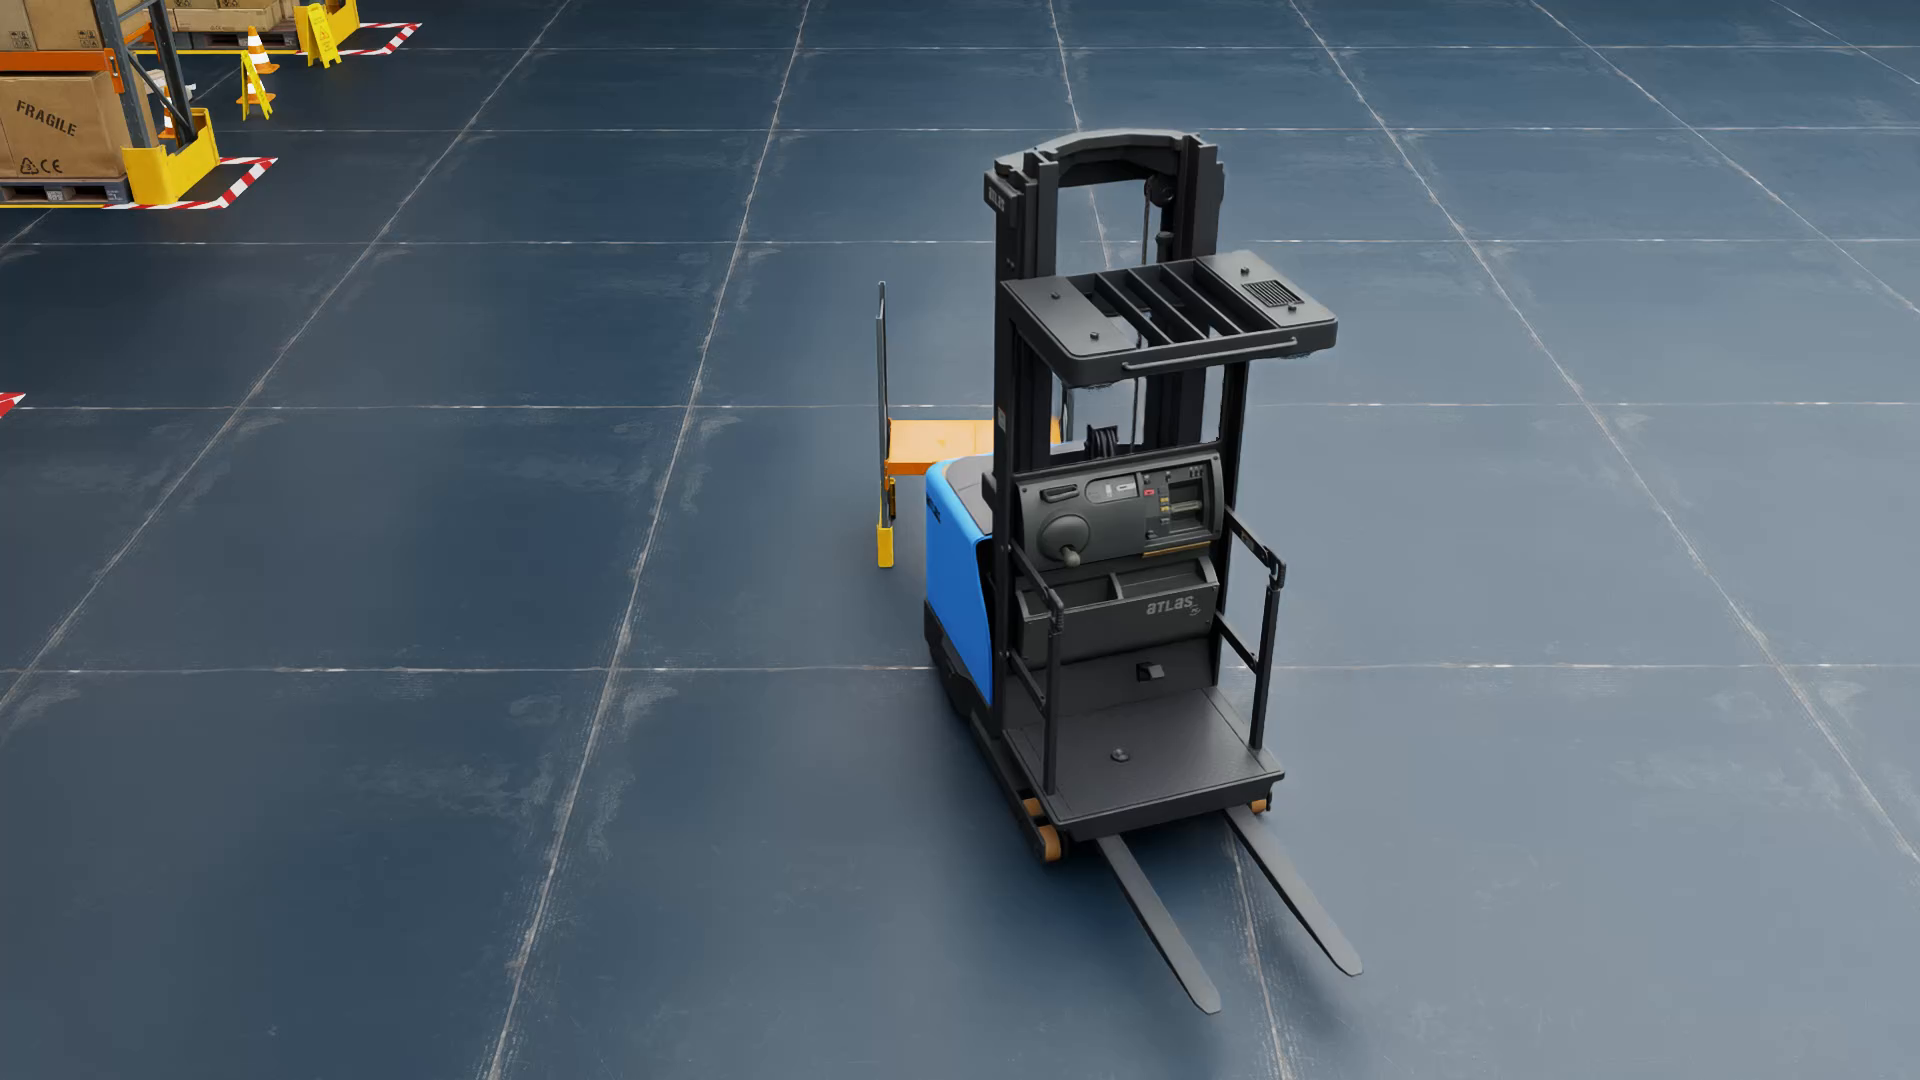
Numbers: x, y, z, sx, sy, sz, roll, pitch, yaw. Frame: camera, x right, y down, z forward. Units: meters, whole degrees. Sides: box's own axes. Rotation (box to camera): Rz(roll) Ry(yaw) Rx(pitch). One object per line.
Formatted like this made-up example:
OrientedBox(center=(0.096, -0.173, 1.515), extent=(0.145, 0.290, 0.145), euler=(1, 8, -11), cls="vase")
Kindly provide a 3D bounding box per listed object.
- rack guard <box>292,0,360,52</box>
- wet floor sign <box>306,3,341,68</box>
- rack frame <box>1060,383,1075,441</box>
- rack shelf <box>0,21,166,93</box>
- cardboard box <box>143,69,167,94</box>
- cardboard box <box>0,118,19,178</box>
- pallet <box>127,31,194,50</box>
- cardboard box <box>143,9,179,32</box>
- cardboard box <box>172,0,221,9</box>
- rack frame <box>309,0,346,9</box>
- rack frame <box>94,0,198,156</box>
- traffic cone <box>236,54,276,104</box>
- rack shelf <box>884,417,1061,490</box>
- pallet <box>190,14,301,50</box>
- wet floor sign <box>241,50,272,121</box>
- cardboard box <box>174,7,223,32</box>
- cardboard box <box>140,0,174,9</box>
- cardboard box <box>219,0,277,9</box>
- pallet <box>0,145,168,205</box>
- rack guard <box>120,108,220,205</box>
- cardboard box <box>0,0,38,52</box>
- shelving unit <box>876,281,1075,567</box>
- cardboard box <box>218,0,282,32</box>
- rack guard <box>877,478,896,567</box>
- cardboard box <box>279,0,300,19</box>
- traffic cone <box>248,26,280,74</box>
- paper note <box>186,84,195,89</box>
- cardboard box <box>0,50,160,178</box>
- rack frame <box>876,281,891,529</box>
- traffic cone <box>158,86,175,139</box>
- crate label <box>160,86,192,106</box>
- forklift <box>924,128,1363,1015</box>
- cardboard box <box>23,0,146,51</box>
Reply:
OrientedBox(center=(-7.242, -5.990, 19.030), extent=(0.348, 0.500, 1.175), euler=(0, 31, 0), cls="rack guard")
OrientedBox(center=(-6.970, -5.498, 18.079), extent=(0.232, 0.644, 0.267), euler=(10, 33, 17), cls="wet floor sign")
OrientedBox(center=(0.594, -0.643, 9.253), extent=(0.032, 1.500, 0.500), euler=(0, 31, 0), cls="rack frame")
OrientedBox(center=(-9.035, -4.178, 14.327), extent=(4.000, 0.370, 1.077), euler=(0, 31, 0), cls="rack shelf")
OrientedBox(center=(-8.464, -4.788, 17.388), extent=(0.250, 0.149, 0.380), euler=(16, 35, 25), cls="cardboard box")
OrientedBox(center=(-8.593, -3.723, 14.526), extent=(0.875, 0.875, 0.875), euler=(-1, 31, -1), cls="cardboard box")
OrientedBox(center=(-9.272, -5.880, 19.127), extent=(1.213, 0.211, 1.003), euler=(0, 31, 0), cls="pallet")
OrientedBox(center=(-9.014, -5.919, 18.749), extent=(0.500, 0.250, 0.500), euler=(-1, 31, -2), cls="cardboard box")
OrientedBox(center=(-8.488, -6.242, 18.559), extent=(0.500, 0.500, 0.500), euler=(1, 31, 2), cls="cardboard box")
OrientedBox(center=(-7.166, -7.059, 18.382), extent=(0.127, 3.000, 1.000), euler=(0, 31, 0), cls="rack frame")
OrientedBox(center=(-7.035, -4.492, 14.150), extent=(0.127, 3.000, 1.000), euler=(0, 31, 0), cls="rack frame")
OrientedBox(center=(-7.242, -4.729, 16.988), extent=(0.334, 0.463, 0.336), euler=(0, 31, 0), cls="traffic cone")
OrientedBox(center=(0.085, -0.488, 9.344), extent=(1.000, 0.185, 0.538), euler=(0, 31, 0), cls="rack shelf")
OrientedBox(center=(-8.055, -5.882, 19.131), extent=(1.213, 0.211, 1.003), euler=(0, 31, 0), cls="pallet")
OrientedBox(center=(-7.018, -4.512, 16.454), extent=(0.232, 0.644, 0.267), euler=(-5, 32, -9), cls="wet floor sign")
OrientedBox(center=(-8.491, -5.923, 18.756), extent=(0.500, 0.250, 0.500), euler=(0, 31, 0), cls="cardboard box")
OrientedBox(center=(-8.992, -6.244, 18.562), extent=(0.500, 0.500, 0.500), euler=(-1, 31, -1), cls="cardboard box")
OrientedBox(center=(-7.966, -6.246, 18.565), extent=(0.500, 0.500, 0.500), euler=(0, 31, 0), cls="cardboard box")
OrientedBox(center=(-7.834, -3.256, 14.803), extent=(1.213, 0.211, 1.003), euler=(0, 31, 0), cls="pallet")
OrientedBox(center=(-7.011, -3.423, 14.799), extent=(0.348, 0.500, 1.175), euler=(0, 31, 0), cls="rack guard")
OrientedBox(center=(-7.956, -4.518, 14.049), extent=(0.550, 0.550, 0.875), euler=(0, 31, 0), cls="cardboard box")
OrientedBox(center=(0.076, -0.641, 9.250), extent=(1.083, 1.500, 0.587), euler=(0, 31, 0), cls="shelving unit")
OrientedBox(center=(-7.997, -5.921, 18.752), extent=(0.500, 0.250, 0.500), euler=(0, 31, -1), cls="cardboard box")
OrientedBox(center=(-0.422, -0.106, 9.572), extent=(0.087, 0.250, 0.587), euler=(0, 31, 0), cls="rack guard")
OrientedBox(center=(-7.975, -6.204, 19.218), extent=(0.500, 0.250, 0.500), euler=(0, 31, -1), cls="cardboard box")
OrientedBox(center=(-7.588, -5.304, 17.935), extent=(0.334, 0.463, 0.336), euler=(0, 31, 0), cls="traffic cone")
OrientedBox(center=(-8.099, -4.754, 17.445), extent=(0.142, 0.019, 0.148), euler=(-11, 33, -17), cls="paper note")
OrientedBox(center=(-7.713, -3.726, 14.533), extent=(0.875, 0.875, 0.875), euler=(0, 31, 0), cls="cardboard box")
OrientedBox(center=(-0.423, -0.640, 9.248), extent=(0.032, 1.500, 0.500), euler=(0, 31, 0), cls="rack frame")
OrientedBox(center=(-7.575, -4.142, 16.020), extent=(0.334, 0.463, 0.336), euler=(0, 31, 0), cls="traffic cone")
OrientedBox(center=(-8.028, -4.555, 17.015), extent=(0.298, 0.136, 0.250), euler=(-17, 35, -26), cls="crate label")
OrientedBox(center=(0.766, -0.075, 6.937), extent=(1.130, 2.935, 3.031), euler=(-10, 33, -16), cls="forklift")
OrientedBox(center=(-7.406, -4.531, 14.071), extent=(0.550, 0.550, 0.875), euler=(0, 31, 0), cls="cardboard box")
